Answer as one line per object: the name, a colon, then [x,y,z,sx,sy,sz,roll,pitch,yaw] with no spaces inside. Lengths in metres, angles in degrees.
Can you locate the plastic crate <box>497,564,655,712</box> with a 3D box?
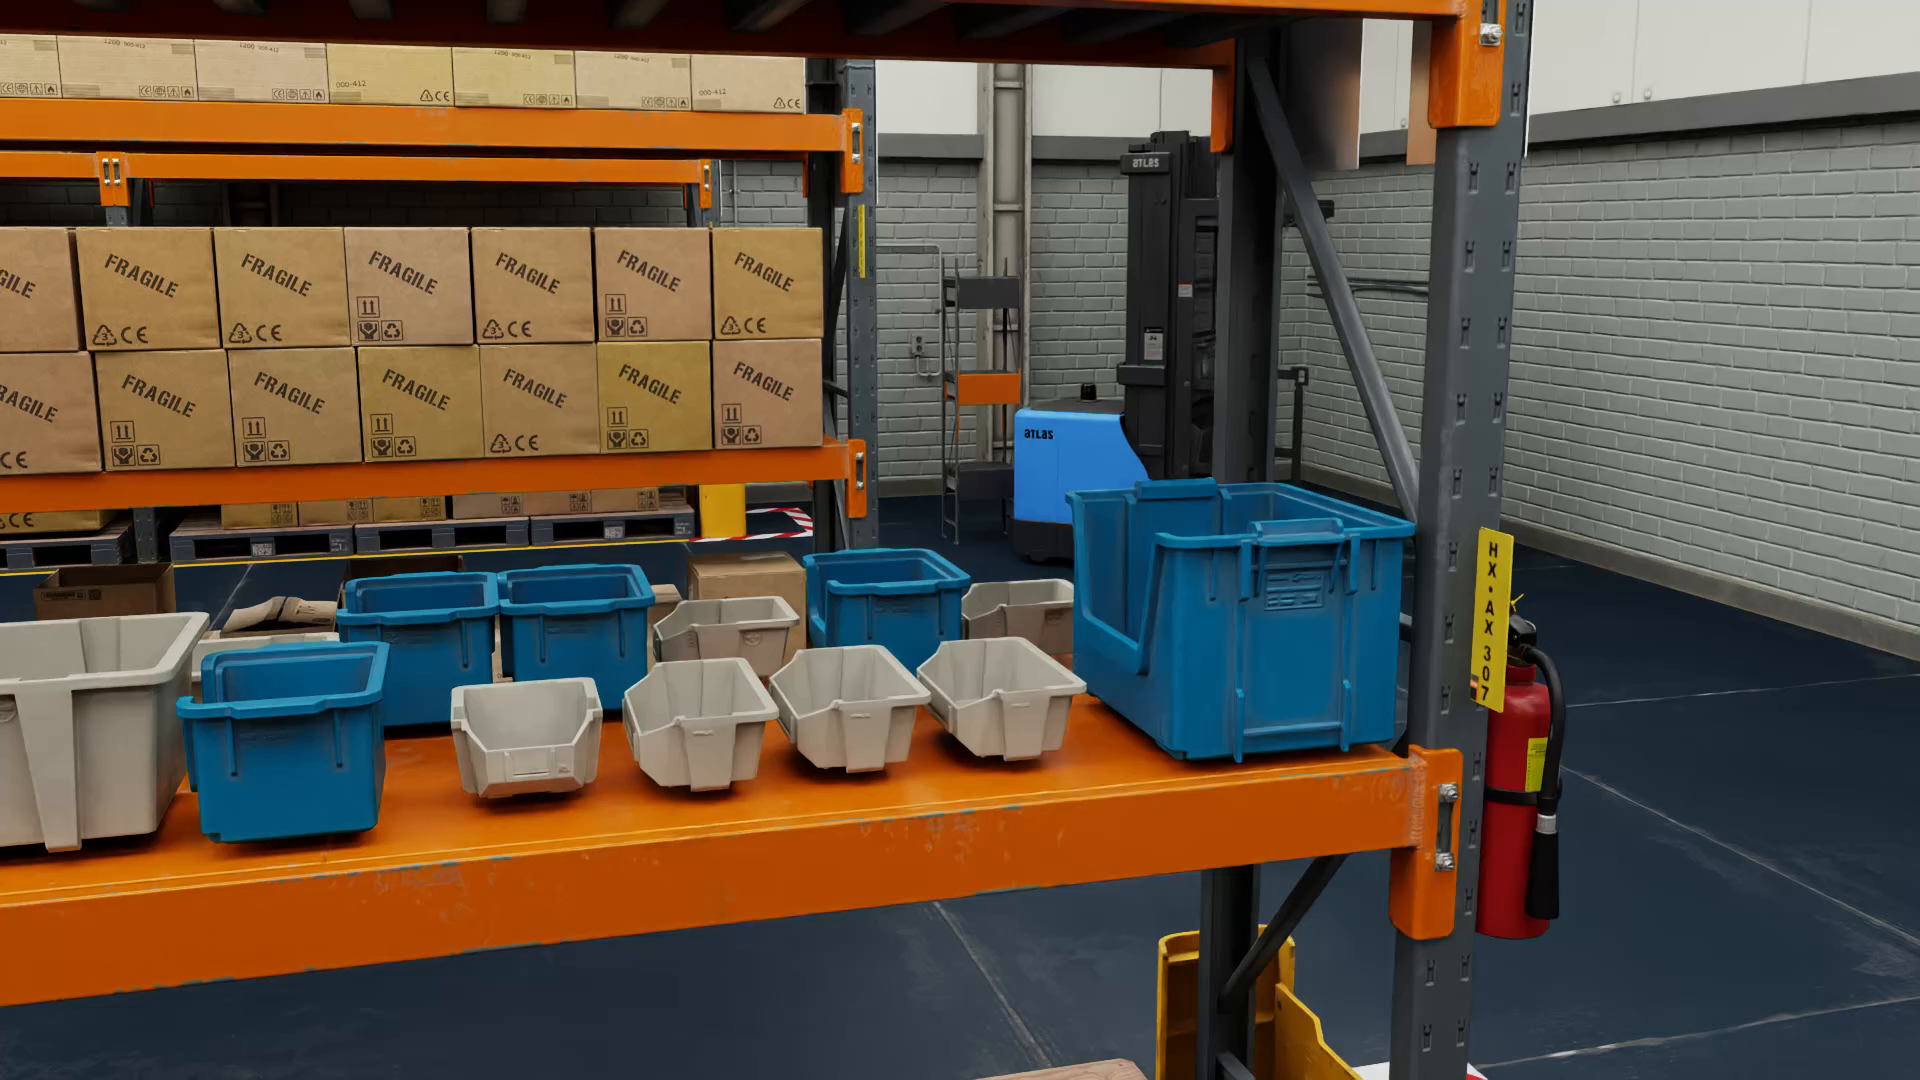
plastic crate: [-0.796,0.205,3.446,0.300,0.233,0.416,-3,11,-16]

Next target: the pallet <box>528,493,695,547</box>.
pallet: [-2.718,-0.167,12.869,1.213,0.211,1.003,-3,11,-16]

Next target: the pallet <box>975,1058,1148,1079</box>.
pallet: [-0.006,1.536,3.618,1.213,0.211,1.003,-3,11,-16]

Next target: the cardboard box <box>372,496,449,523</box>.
cardboard box: [-4.089,-0.437,12.382,0.500,0.500,0.700,-3,11,-15]

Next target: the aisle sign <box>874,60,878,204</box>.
aisle sign: [-0.433,-1.960,7.728,0.004,0.787,0.394,-3,11,-16]

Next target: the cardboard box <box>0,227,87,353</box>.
cardboard box: [-3.893,-1.045,6.898,0.500,0.500,0.500,-3,11,-14]

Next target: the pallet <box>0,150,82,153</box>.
pallet: [-6.679,-2.716,11.258,1.217,0.209,0.805,-3,11,-18]

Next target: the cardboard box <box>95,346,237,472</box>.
cardboard box: [-3.368,-0.583,7.152,0.500,0.500,0.500,-3,11,-15]

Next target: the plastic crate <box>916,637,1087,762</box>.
plastic crate: [0.065,0.303,3.179,0.243,0.136,0.396,-3,11,-16]

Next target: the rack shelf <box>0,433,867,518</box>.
rack shelf: [-2.504,-0.276,7.749,4.000,0.370,1.077,-3,11,-16]

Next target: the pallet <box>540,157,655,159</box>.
pallet: [-2.681,-2.984,12.433,1.213,0.211,1.003,-3,11,-16]

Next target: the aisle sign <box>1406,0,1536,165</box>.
aisle sign: [0.948,-1.101,3.063,0.004,0.787,0.394,-3,11,-16]

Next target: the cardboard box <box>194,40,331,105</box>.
cardboard box: [-2.927,-1.961,7.046,0.500,0.250,0.500,-3,11,-16]

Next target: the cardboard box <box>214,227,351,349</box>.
cardboard box: [-2.904,-1.097,7.181,0.500,0.500,0.500,-3,11,-18]

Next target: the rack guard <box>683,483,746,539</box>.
rack guard: [-1.949,-0.364,13.143,0.348,0.500,1.175,-3,11,-16]

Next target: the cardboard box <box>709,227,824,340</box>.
cardboard box: [-0.934,-1.202,7.752,0.500,0.500,0.500,-3,11,-16]

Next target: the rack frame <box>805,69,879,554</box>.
rack frame: [-0.584,-0.731,8.234,0.127,3.000,1.000,-3,11,-16]

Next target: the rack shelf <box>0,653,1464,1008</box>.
rack shelf: [-1.123,0.585,3.071,4.000,0.370,1.077,-3,11,-16]

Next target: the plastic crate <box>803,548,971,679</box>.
plastic crate: [-0.164,0.171,3.627,0.300,0.233,0.416,-3,11,-16]

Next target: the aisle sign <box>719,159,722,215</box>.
aisle sign: [-1.819,-2.822,12.411,0.004,0.787,0.394,-3,11,-16]

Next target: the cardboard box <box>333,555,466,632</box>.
cardboard box: [-2.622,0.387,7.842,0.637,0.503,0.797,-3,11,-16]

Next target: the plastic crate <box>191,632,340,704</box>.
plastic crate: [-1.456,0.292,3.237,0.466,0.136,0.293,-3,11,-16]

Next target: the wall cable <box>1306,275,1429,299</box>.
wall cable: [3.558,-3.240,13.865,0.112,2.526,3.097,-3,11,-16]

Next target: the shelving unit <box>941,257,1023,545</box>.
shelving unit: [0.159,-1.041,12.402,0.503,2.100,0.431,-3,11,-16]

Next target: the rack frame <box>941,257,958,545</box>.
rack frame: [-0.075,-1.029,12.335,0.015,2.100,0.400,-3,11,-16]

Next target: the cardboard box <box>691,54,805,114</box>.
cardboard box: [-1.003,-2.061,7.585,0.500,0.250,0.500,-3,11,-16]

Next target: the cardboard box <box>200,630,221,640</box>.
cardboard box: [-3.613,0.549,7.937,0.250,0.149,0.380,-3,11,-16]

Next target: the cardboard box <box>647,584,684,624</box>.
cardboard box: [-1.665,0.408,8.424,0.500,0.250,0.500,-3,11,-16]

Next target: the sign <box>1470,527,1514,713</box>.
sign: [0.966,0.145,3.025,0.005,0.325,0.100,-3,11,-16]

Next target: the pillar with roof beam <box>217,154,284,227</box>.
pillar with roof beam: [-4.179,-3.778,8.212,0.400,9.000,9.100,-3,11,-16]

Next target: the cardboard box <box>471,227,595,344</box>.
cardboard box: [-1.916,-1.149,7.465,0.500,0.500,0.500,-3,11,-14]

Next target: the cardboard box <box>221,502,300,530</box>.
cardboard box: [-5.066,-0.387,12.108,0.500,0.500,0.700,-3,11,-15]

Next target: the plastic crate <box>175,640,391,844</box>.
plastic crate: [-1.103,0.331,2.758,0.300,0.233,0.416,-3,11,-16]

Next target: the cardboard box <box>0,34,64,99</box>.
cardboard box: [-3.888,-1.912,6.776,0.500,0.250,0.500,-3,11,-16]

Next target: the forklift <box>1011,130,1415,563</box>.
forklift: [1.922,-1.251,11.249,3.031,2.935,1.130,5,11,24]

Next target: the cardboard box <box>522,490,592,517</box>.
cardboard box: [-3.097,-0.491,12.674,0.500,0.500,0.700,-3,11,-16]

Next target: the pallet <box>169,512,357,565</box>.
pallet: [-5.061,-0.043,12.198,1.213,0.211,1.003,-3,11,-16]

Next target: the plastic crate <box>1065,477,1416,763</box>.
plastic crate: [0.528,0.133,3.278,0.499,0.435,0.616,-3,11,-16]

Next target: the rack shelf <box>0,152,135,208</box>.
rack shelf: [-7.733,-2.410,11.054,4.000,0.370,1.077,-3,11,-16]

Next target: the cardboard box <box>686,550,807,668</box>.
cardboard box: [-1.037,0.352,8.038,0.500,0.500,0.500,-3,11,-16]

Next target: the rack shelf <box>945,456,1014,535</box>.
rack shelf: [0.159,-0.339,12.531,0.480,0.518,0.431,-3,11,-16]

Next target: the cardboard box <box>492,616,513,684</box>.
cardboard box: [-1.958,0.518,7.828,0.500,0.250,0.500,-3,11,-16]

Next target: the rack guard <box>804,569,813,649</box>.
rack guard: [-0.657,0.502,8.439,0.348,0.500,1.175,-3,11,-16]

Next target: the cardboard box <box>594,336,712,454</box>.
cardboard box: [-1.435,-0.684,7.698,0.500,0.500,0.500,-3,11,-15]

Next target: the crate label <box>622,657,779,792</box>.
crate label: [-0.478,0.333,3.013,0.243,0.136,0.396,-3,11,-16]

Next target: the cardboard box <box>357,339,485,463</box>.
cardboard box: [-2.399,-0.634,7.428,0.500,0.500,0.500,-3,11,-17]

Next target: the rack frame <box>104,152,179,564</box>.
rack frame: [-5.813,-1.390,11.811,0.127,3.000,1.000,-3,11,-16]

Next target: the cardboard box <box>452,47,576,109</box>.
cardboard box: [-1.963,-2.010,7.309,0.500,0.250,0.500,-3,11,-16]
